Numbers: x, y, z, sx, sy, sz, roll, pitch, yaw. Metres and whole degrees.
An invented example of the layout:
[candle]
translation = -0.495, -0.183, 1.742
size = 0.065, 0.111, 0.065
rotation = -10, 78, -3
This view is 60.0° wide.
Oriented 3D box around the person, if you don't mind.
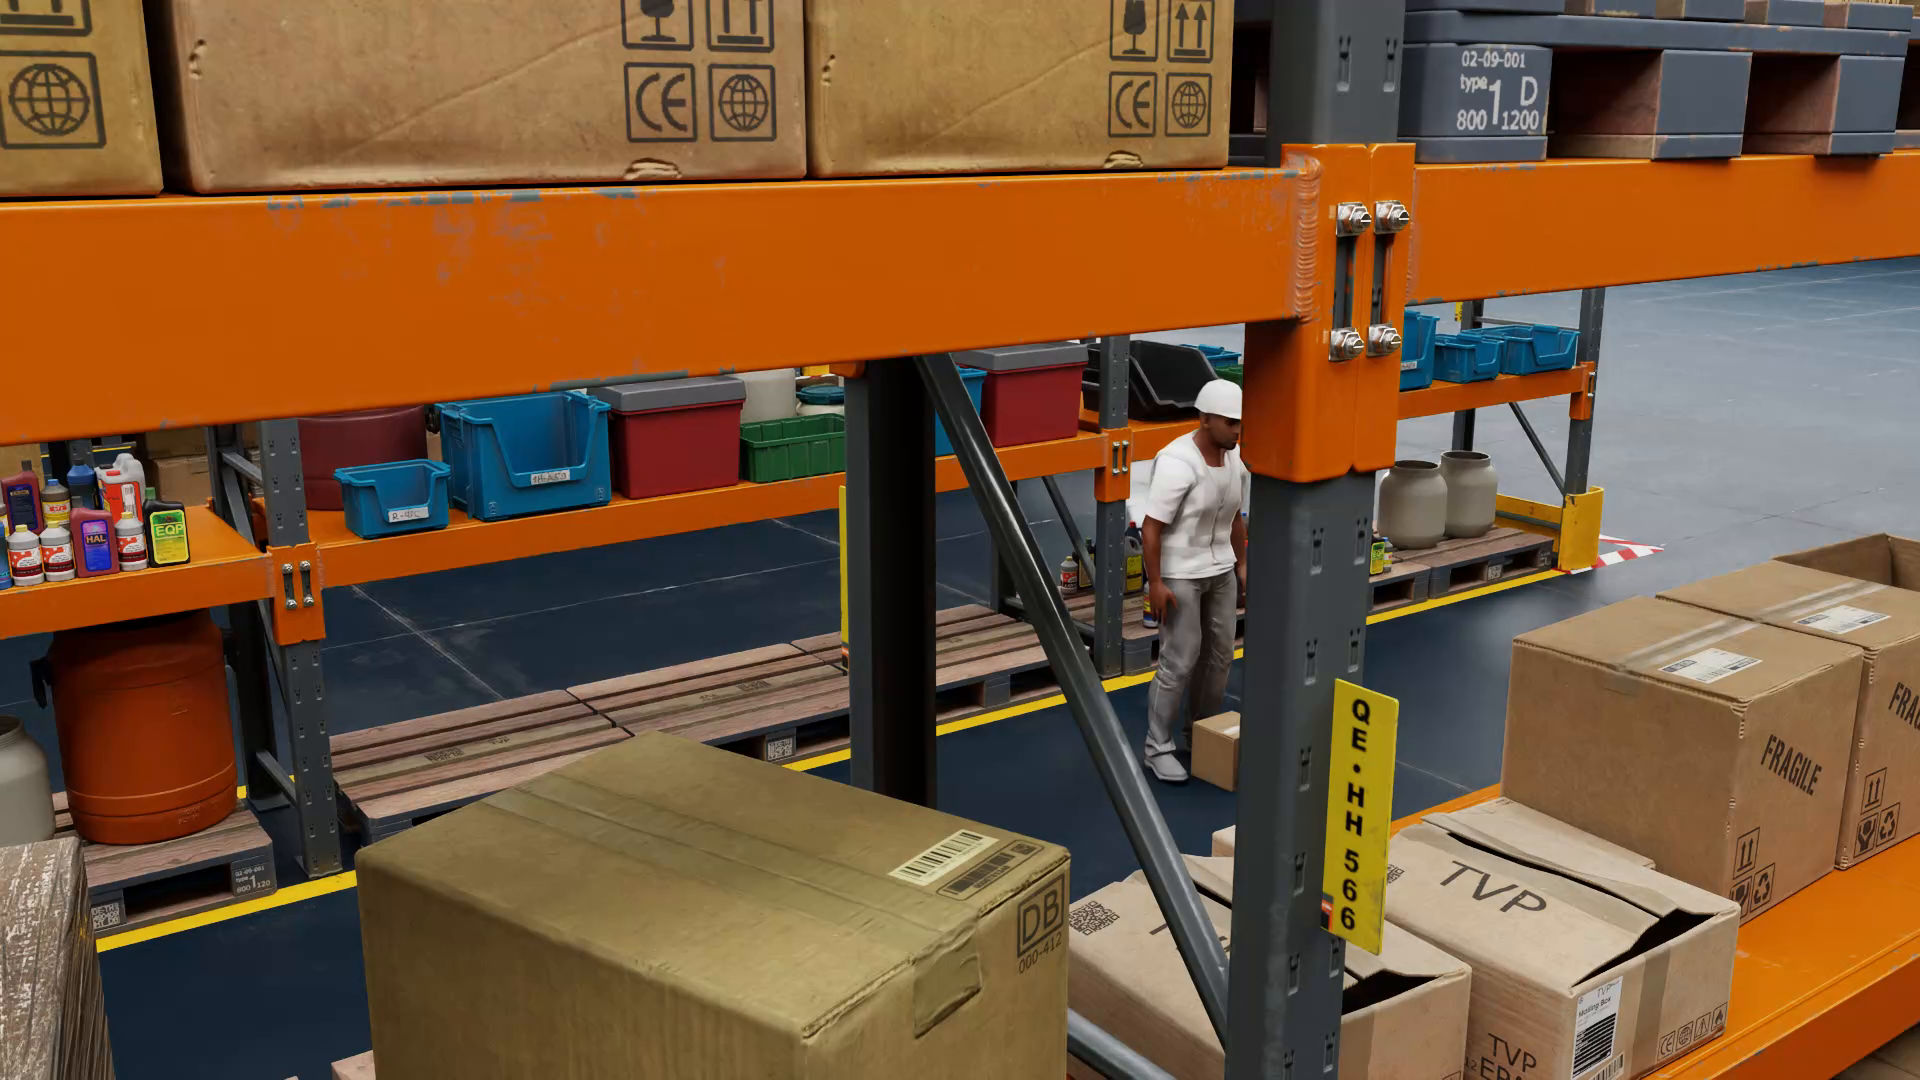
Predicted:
[person]
translation = 1.063, 0.160, 7.351
size = 0.626, 1.759, 0.463
rotation = -11, 18, -37
